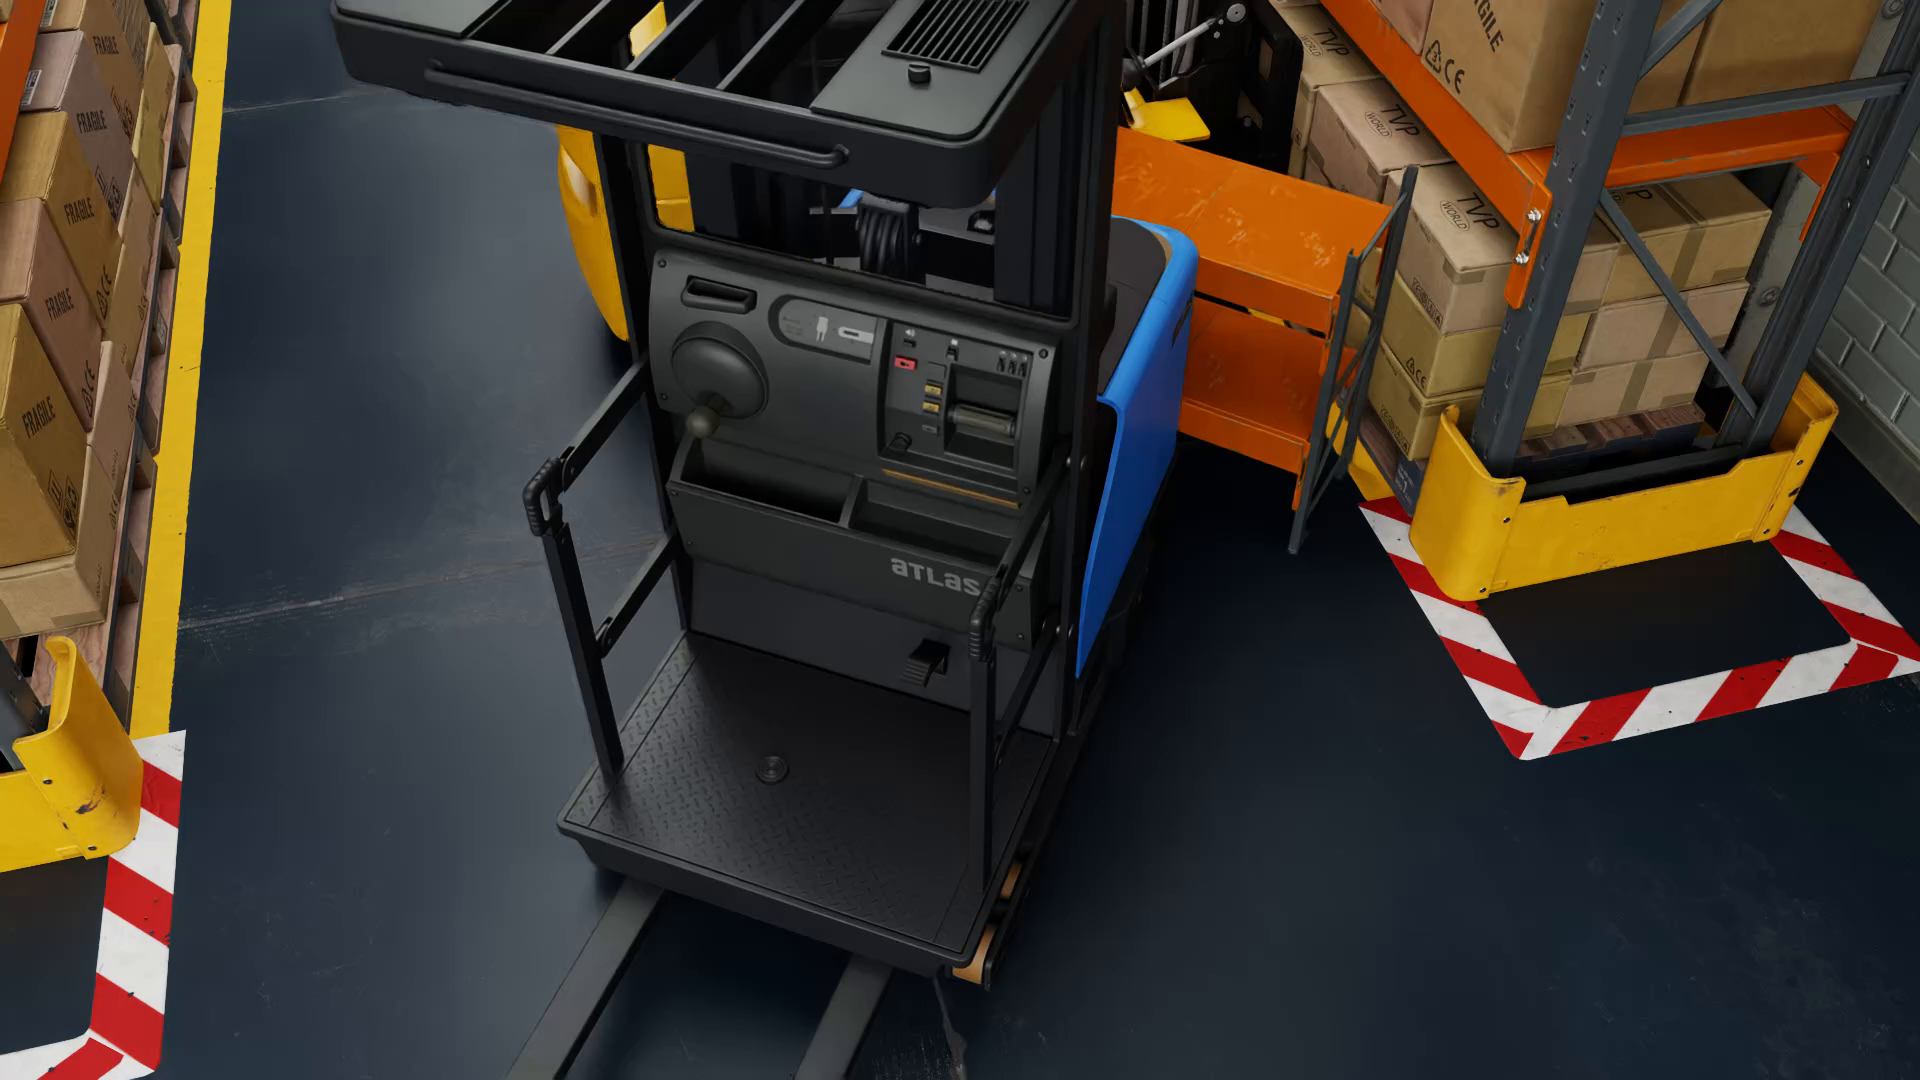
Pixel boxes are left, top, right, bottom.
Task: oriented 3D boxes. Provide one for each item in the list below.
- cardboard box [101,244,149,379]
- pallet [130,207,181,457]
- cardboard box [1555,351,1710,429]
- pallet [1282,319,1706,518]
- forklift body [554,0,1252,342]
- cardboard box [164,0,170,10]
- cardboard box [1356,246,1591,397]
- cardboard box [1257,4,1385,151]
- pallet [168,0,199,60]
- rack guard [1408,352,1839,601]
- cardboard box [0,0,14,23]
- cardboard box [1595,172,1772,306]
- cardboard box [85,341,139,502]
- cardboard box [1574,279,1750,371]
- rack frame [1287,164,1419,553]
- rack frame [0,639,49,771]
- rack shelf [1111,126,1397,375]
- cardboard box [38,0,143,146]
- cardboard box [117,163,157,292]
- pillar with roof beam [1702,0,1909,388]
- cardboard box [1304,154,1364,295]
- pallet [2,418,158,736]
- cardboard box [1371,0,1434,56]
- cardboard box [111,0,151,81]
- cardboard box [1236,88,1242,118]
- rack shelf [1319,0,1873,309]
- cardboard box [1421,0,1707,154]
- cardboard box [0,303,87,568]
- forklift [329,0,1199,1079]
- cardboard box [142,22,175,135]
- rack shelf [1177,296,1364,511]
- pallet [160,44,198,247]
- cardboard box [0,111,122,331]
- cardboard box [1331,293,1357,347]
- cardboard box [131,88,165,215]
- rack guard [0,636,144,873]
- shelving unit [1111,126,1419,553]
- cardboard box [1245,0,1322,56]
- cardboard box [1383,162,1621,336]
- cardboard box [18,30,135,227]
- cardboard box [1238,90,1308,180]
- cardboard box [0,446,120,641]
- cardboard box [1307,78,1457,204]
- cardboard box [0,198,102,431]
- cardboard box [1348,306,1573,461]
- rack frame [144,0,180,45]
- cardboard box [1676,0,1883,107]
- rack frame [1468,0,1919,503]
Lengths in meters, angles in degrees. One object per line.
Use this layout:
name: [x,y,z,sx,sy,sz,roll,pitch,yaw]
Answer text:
cardboard box: [-3.006,-0.704,5.471,0.500,0.250,0.500,-8,46,-8]
pallet: [-3.293,-0.669,5.758,1.003,0.211,1.213,-11,47,-10]
cardboard box: [2.070,-0.654,5.422,0.500,0.250,0.500,-11,47,-10]
pallet: [1.770,-0.639,5.728,1.003,0.211,1.213,-11,47,-10]
forklift body: [-0.243,-1.773,5.482,2.313,2.155,1.214,-11,47,-10]
cardboard box: [-3.952,-2.535,7.180,0.950,0.372,0.625,-10,46,-10]
cardboard box: [1.579,-0.733,5.149,0.500,0.250,0.500,-11,47,-11]
cardboard box: [1.312,-1.588,5.637,0.500,0.250,0.500,-10,46,-10]
pallet: [-4.016,-2.507,7.559,1.003,0.211,1.213,-11,47,-10]
rack guard: [2.012,-0.203,5.099,1.175,0.500,0.348,-11,47,-10]
cardboard box: [-3.037,-1.638,4.931,0.380,0.149,0.250,-10,46,-10]
cardboard box: [2.066,-0.995,5.056,0.500,0.250,0.500,-11,47,-11]
cardboard box: [-2.854,-0.330,5.104,0.500,0.250,0.500,-9,46,-9]
cardboard box: [2.087,-0.817,5.231,0.500,0.250,0.500,-10,46,-10]
rack frame: [1.165,-0.512,4.964,0.032,1.125,0.500,22,50,20]
rack frame: [-2.791,-0.184,3.330,1.000,3.000,0.127,-11,47,-10]
rack shelf: [0.723,-0.897,4.932,1.000,0.278,0.538,22,50,20]
cardboard box: [-3.272,-1.683,5.905,0.500,0.500,0.500,-10,46,-10]
cardboard box: [-3.132,-1.054,5.814,0.500,0.250,0.500,-10,46,-10]
pillar with roof beam: [-1.462,-3.053,1.941,9.100,9.000,0.400,-11,47,-10]
cardboard box: [1.462,-1.081,5.490,0.500,0.250,0.500,-11,47,-11]
pallet: [-2.984,0.172,4.934,1.003,0.211,1.213,-11,47,-10]
cardboard box: [1.503,-1.781,4.825,0.500,0.500,0.500,-9,46,-9]
cardboard box: [-3.404,-2.033,6.249,0.500,0.500,0.500,-11,47,-11]
cardboard box: [1.184,-1.780,6.175,0.500,0.250,0.500,-11,47,-10]
rack shelf: [1.494,-2.223,5.832,1.077,0.370,4.000,-11,47,-10]
cardboard box: [1.626,-1.421,4.472,0.500,0.500,0.500,-12,47,-11]
cardboard box: [-2.737,-0.255,4.506,0.500,0.500,0.500,-12,47,-12]
forklift: [-0.322,-0.263,3.455,1.130,2.935,3.031,15,47,14]
cardboard box: [-3.404,-1.771,6.517,0.500,0.250,0.500,-9,46,-9]
rack shelf: [0.723,-0.521,5.315,1.000,0.278,0.538,22,50,20]
pallet: [-3.609,-1.513,6.585,1.003,0.211,1.213,-11,47,-10]
cardboard box: [-2.995,-0.963,5.200,0.500,0.500,0.500,-10,46,-10]
cardboard box: [1.462,-0.891,5.654,0.500,0.250,0.500,-11,47,-10]
cardboard box: [-3.258,-1.406,6.158,0.500,0.250,0.500,-12,47,-11]
rack guard: [-2.811,0.638,4.274,1.175,0.500,0.348,-11,47,-10]
shelving unit: [0.723,-0.692,5.141,1.048,1.125,0.538,22,50,20]
cardboard box: [1.189,-1.939,5.981,0.500,0.250,0.500,-12,47,-11]
cardboard box: [1.587,-0.890,4.953,0.500,0.250,0.500,-9,46,-9]
cardboard box: [-3.141,-1.331,5.560,0.500,0.500,0.500,-8,46,-8]
cardboard box: [1.309,-1.434,5.836,0.500,0.250,0.500,-12,47,-11]
cardboard box: [-2.730,0.024,4.758,0.500,0.250,0.500,-11,47,-11]
cardboard box: [1.450,-1.241,5.297,0.500,0.250,0.500,-10,46,-10]
cardboard box: [-2.875,-0.615,4.859,0.500,0.500,0.500,-12,47,-12]
cardboard box: [1.581,-0.546,5.316,0.500,0.250,0.500,-10,46,-10]
rack frame: [-3.815,-2.946,6.037,1.000,3.000,0.127,-11,47,-10]
cardboard box: [2.148,-1.522,4.571,0.500,0.500,0.500,-9,46,-9]
rack frame: [2.006,-1.094,4.222,1.000,3.000,0.127,-11,47,-10]
